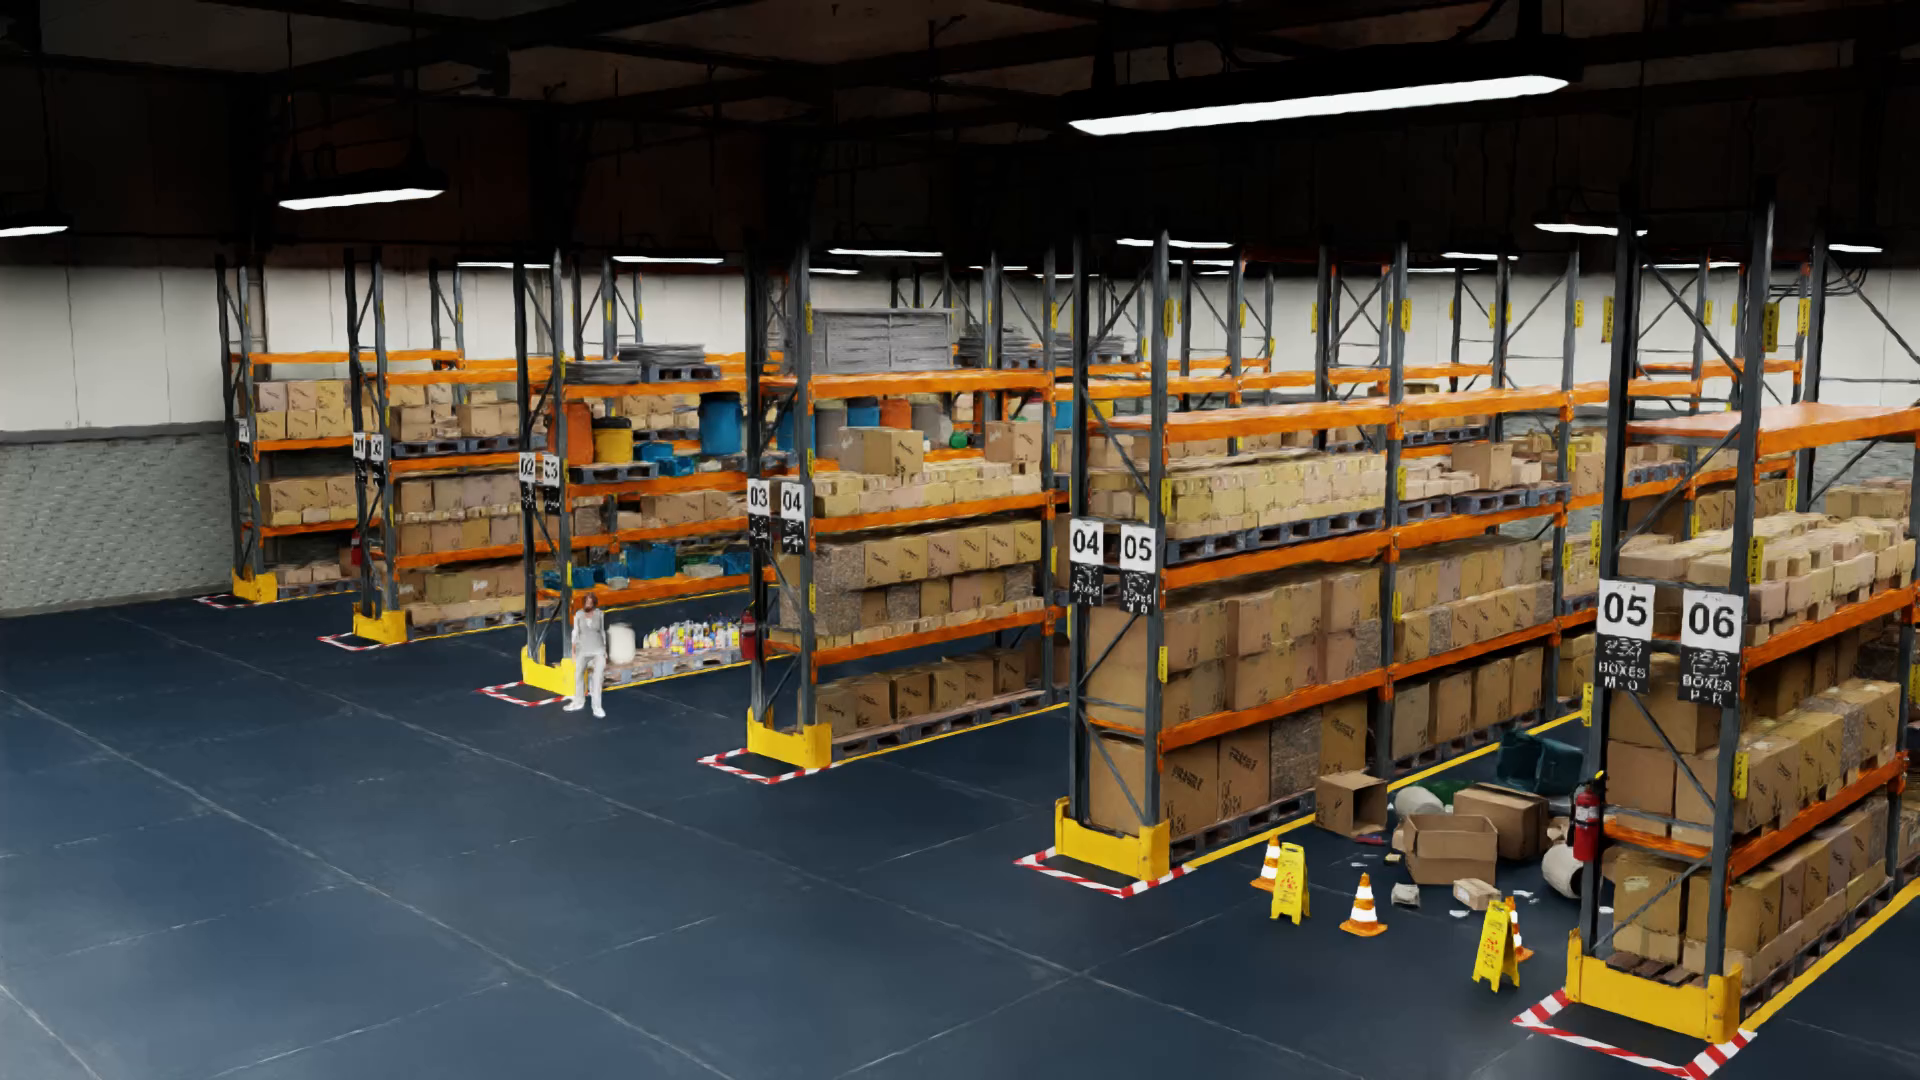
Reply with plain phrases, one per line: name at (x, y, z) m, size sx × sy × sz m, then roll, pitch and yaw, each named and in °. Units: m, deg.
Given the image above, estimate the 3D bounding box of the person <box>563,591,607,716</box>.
person at (-4.754, 1.424, 20.976) m, size 0.593 × 1.591 × 0.448 m, roll -1°, pitch 8°, yaw -4°
